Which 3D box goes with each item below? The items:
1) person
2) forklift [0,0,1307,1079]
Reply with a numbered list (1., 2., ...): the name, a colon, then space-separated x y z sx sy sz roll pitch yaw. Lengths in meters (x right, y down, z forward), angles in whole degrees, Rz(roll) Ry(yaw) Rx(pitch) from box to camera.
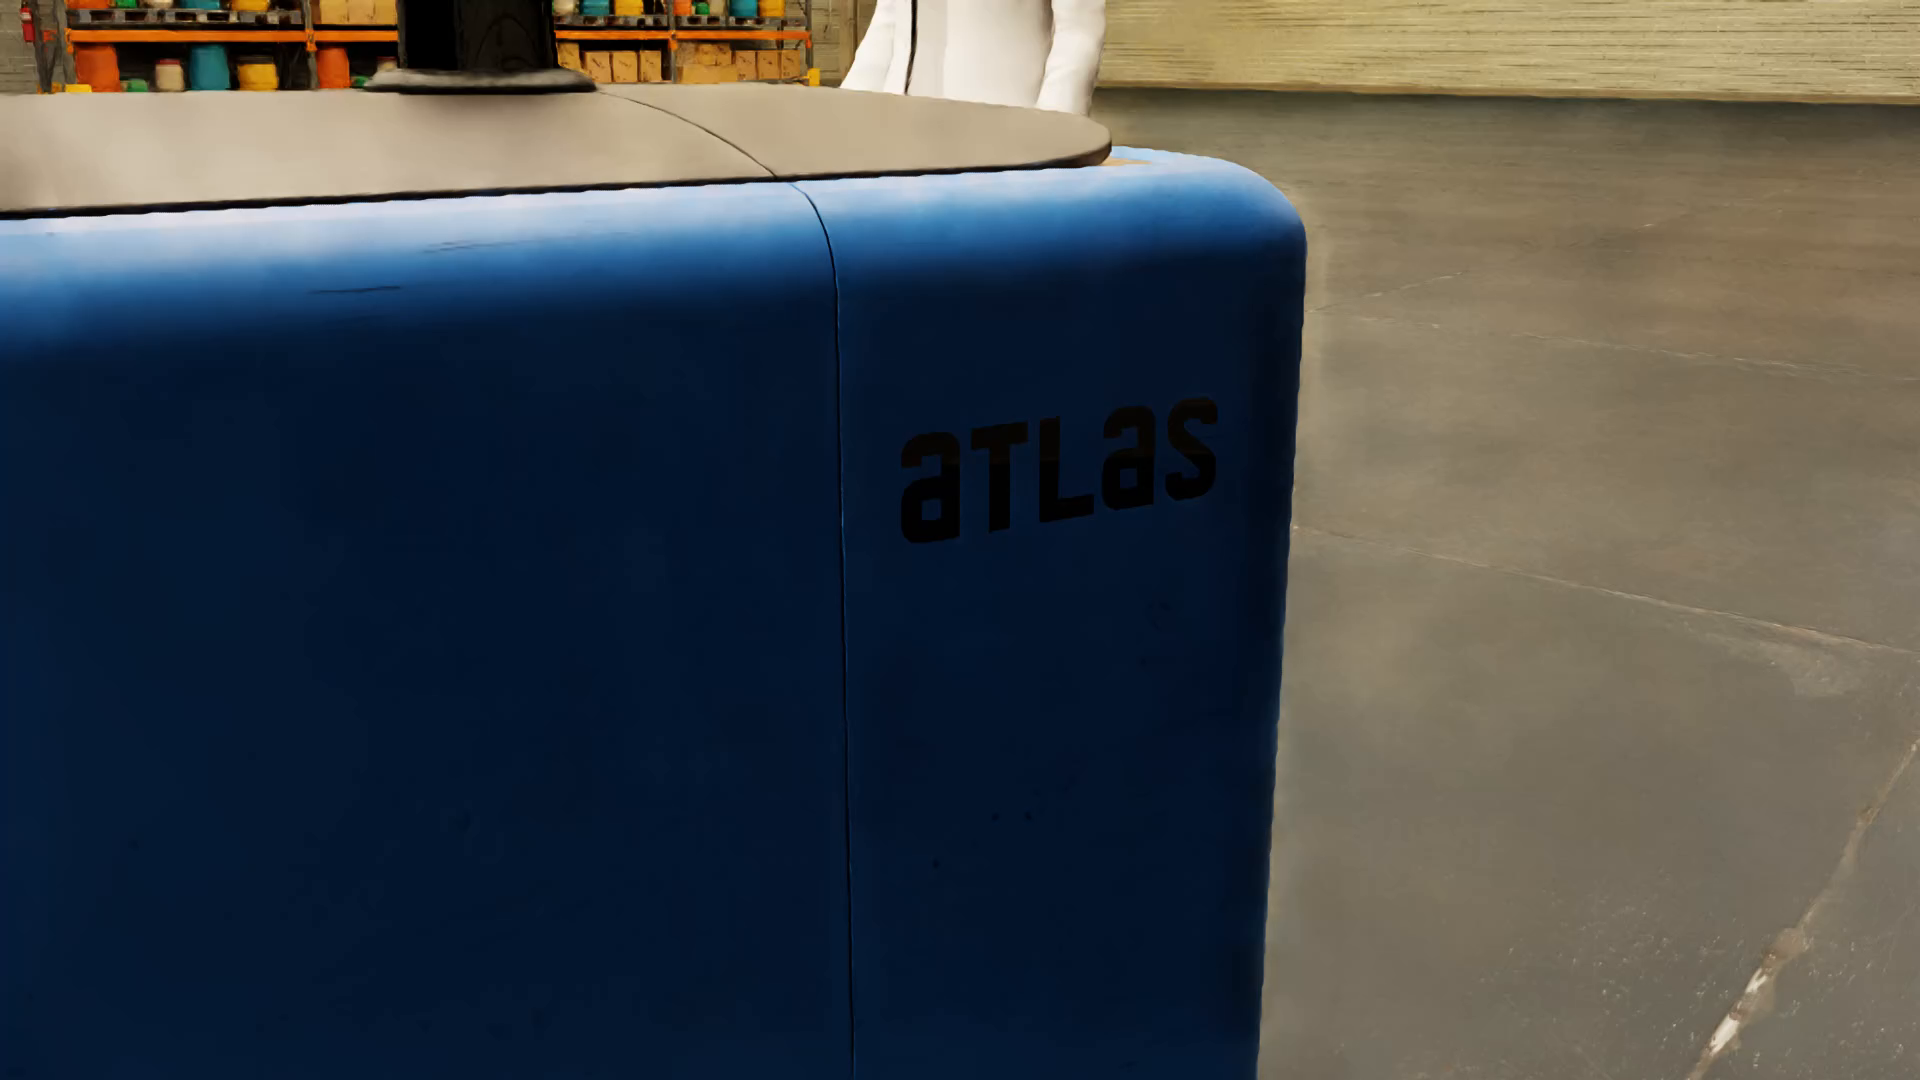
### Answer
1. person: -0.062 -0.838 3.617 0.694 1.776 0.579 13 21 37
2. forklift: -1.306 -0.502 0.550 3.031 2.935 1.130 -10 19 -29
